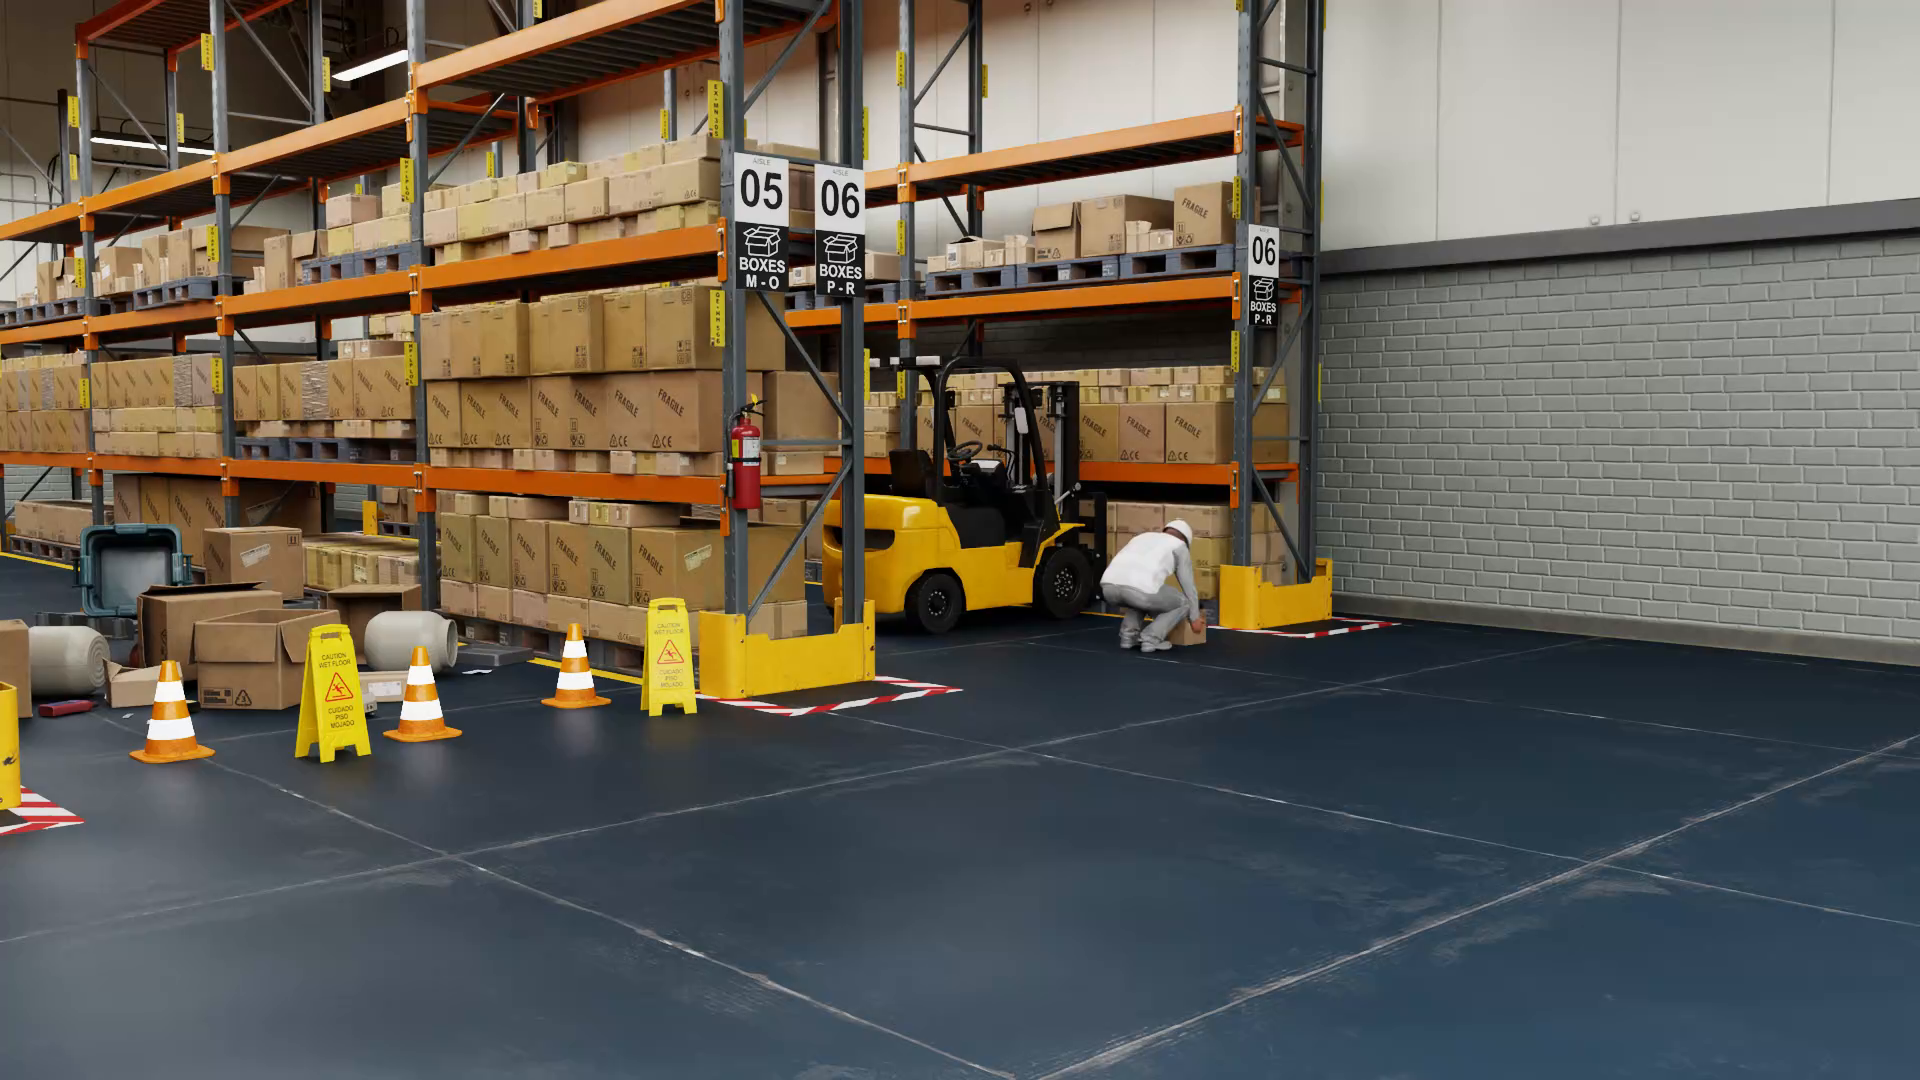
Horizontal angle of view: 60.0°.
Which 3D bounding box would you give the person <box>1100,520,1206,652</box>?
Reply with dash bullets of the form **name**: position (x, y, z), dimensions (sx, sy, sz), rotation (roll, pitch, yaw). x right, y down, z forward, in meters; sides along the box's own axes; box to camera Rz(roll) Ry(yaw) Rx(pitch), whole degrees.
- **person**: position (1.410, 0.327, 12.131), dimensions (0.913, 0.916, 0.536), rotation (-4, 5, -44)
